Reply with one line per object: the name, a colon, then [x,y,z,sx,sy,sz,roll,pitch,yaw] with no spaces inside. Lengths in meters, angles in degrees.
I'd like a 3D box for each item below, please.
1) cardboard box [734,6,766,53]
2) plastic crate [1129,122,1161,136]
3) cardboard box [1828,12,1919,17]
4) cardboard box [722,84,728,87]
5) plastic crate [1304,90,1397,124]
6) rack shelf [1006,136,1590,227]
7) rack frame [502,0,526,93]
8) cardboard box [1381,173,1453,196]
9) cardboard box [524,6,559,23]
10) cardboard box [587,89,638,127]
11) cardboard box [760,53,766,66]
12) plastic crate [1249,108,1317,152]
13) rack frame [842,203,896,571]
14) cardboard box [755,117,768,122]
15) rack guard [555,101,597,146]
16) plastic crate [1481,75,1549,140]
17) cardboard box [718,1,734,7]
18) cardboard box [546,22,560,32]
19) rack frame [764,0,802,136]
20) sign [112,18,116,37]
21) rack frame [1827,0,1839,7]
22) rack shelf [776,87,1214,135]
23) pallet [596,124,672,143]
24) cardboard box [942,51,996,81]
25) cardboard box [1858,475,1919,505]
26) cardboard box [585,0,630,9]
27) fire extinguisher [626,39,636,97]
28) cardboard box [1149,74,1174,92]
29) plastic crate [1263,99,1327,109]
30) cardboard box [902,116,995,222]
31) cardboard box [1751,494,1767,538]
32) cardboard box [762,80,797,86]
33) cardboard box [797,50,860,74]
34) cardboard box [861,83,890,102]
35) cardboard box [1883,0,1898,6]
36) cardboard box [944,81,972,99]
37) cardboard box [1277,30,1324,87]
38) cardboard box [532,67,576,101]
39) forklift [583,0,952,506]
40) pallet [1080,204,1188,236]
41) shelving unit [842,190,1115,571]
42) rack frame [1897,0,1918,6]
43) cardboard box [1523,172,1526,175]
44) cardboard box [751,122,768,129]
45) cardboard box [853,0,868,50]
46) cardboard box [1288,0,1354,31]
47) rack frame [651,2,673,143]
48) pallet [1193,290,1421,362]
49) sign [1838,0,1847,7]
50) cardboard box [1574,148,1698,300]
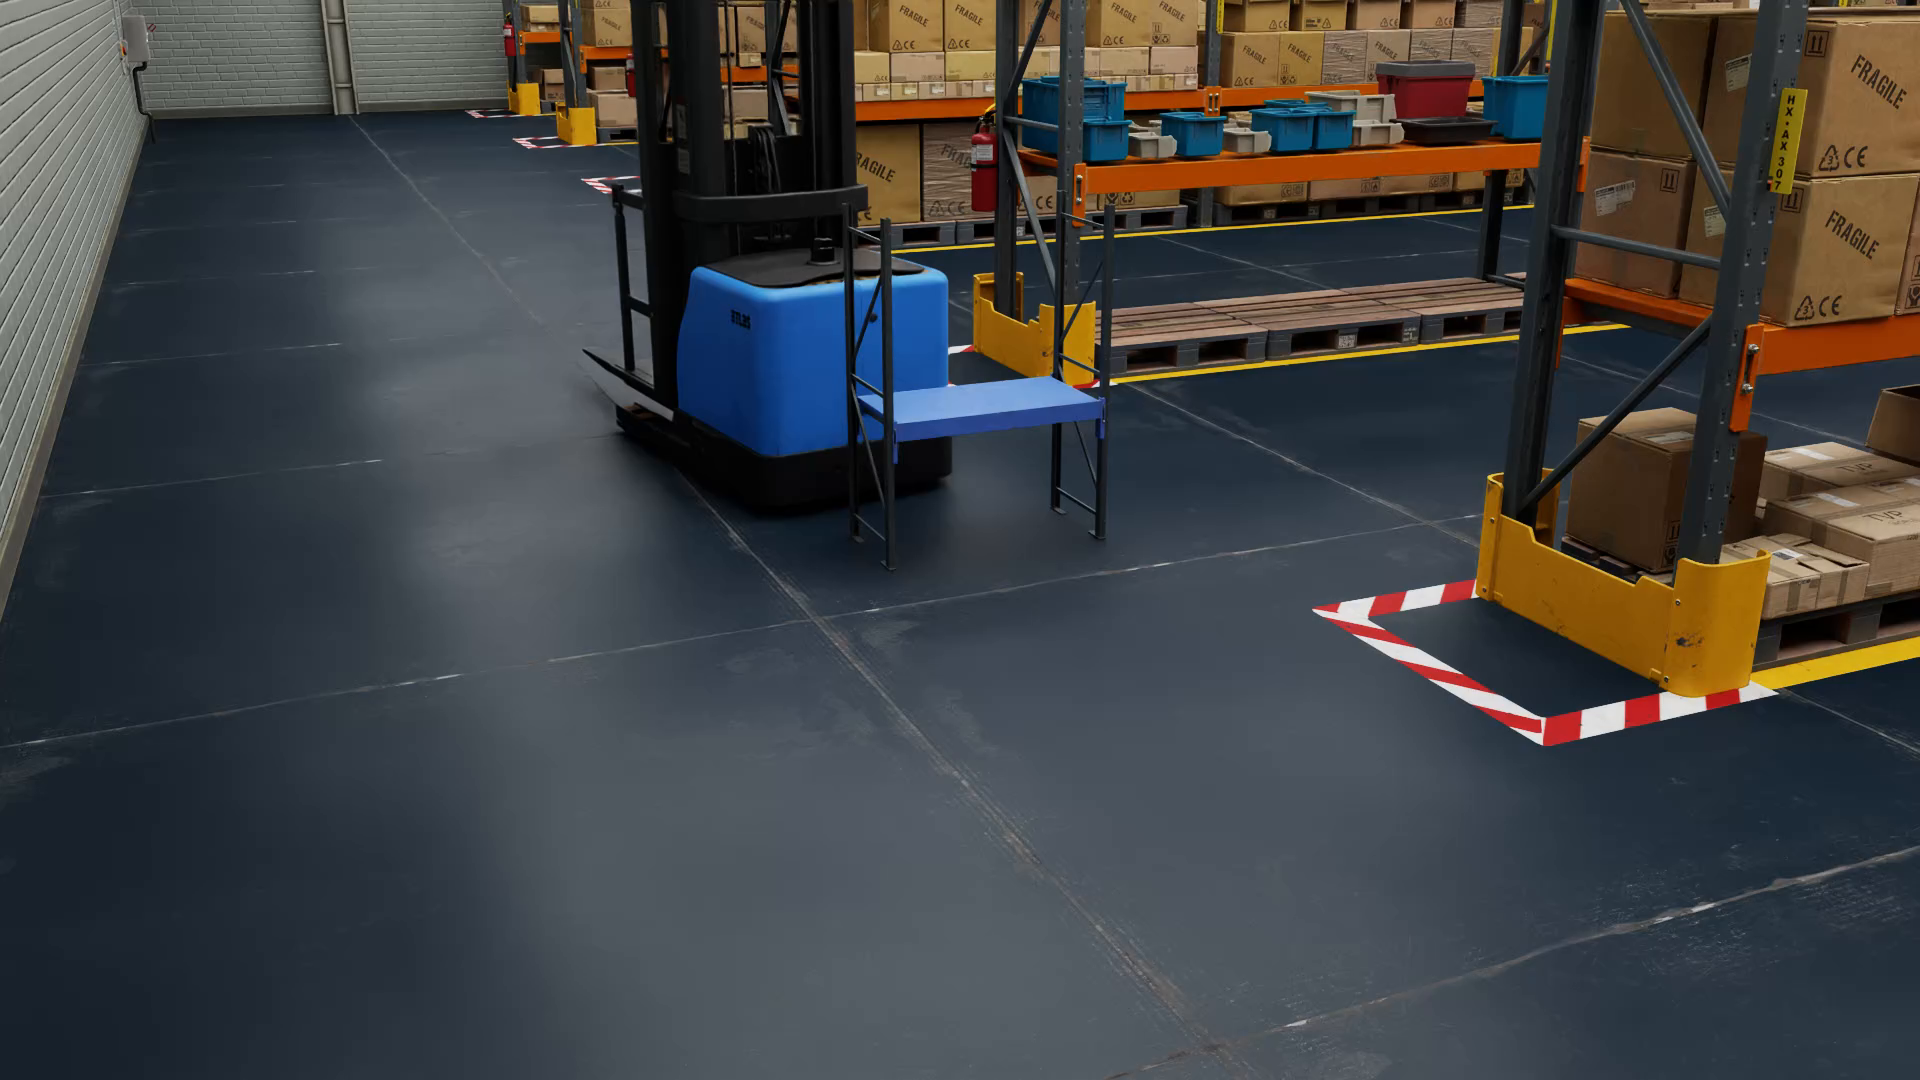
cardboard box: [-2.355,-5.824,18.948,0.500,0.500,0.500,-8,21,-22]
plastic crate: [1.153,-2.614,10.736,0.243,0.136,0.396,-8,21,-22]
cardboard box: [3.423,-1.604,5.906,0.500,0.500,0.500,-8,21,-21]
cardboard box: [-4.103,-7.810,28.847,0.250,0.149,0.380,-9,21,-24]
plastic crate: [2.674,-2.901,11.334,0.530,0.282,0.437,-8,21,-22]
rack shelf: [2.312,-2.471,11.108,4.000,0.370,1.077,-8,21,-22]
rack frame: [-7.381,-8.593,27.411,0.127,3.000,1.000,-8,21,-22]
cardboard box: [4.396,-4.107,17.236,0.875,0.875,1.225,-8,21,-22]
cardboard box: [-6.858,-8.640,27.323,0.500,0.250,0.500,-8,21,-22]
cardboard box: [-4.845,-6.187,23.802,0.875,0.438,0.875,-9,21,-24]
cardboard box: [-2.261,-5.549,19.144,0.250,0.149,0.380,-7,21,-19]
plastic crate: [2.042,-2.602,10.558,0.300,0.233,0.416,-8,21,-22]
rack frame: [-0.388,-0.652,7.115,0.032,1.500,0.500,-8,21,-22]
cardboard box: [-2.268,-4.968,19.879,0.250,0.149,0.380,-9,21,-24]
rack guard: [-5.433,-5.898,23.520,0.348,0.500,1.175,-8,21,-22]
plastic crate: [3.855,-2.929,11.258,0.575,0.384,0.392,-8,21,-22]
cardboard box: [-2.840,-6.221,18.570,0.500,0.500,0.500,-8,21,-22]
cardboard box: [-6.755,-8.482,27.473,0.250,0.149,0.380,-8,21,-21]
rack frame: [-1.486,-4.058,14.530,0.127,3.000,1.000,-8,21,-22]
sign: [-10.617,-6.436,20.877,0.001,0.218,0.327,-8,21,-22]
rack frame: [9.532,-5.637,19.014,0.127,3.000,1.000,-8,21,-22]
rack shelf: [0.350,-3.982,15.397,4.000,0.370,1.077,-8,21,-22]
pallet: [-4.708,-5.894,23.943,1.213,0.211,1.003,-8,21,-22]
cardboard box: [-0.001,-4.244,14.836,0.500,0.250,0.500,-9,21,-24]
cardboard box: [3.964,-0.064,6.664,0.500,0.250,0.500,-8,21,-22]
cardboard box: [-4.858,-7.575,22.863,0.500,0.500,0.500,-9,21,-23]
fire extinguisher: [-3.772,-5.479,19.244,0.183,0.674,0.296,-8,21,-22]
cardboard box: [1.800,-4.292,15.572,0.250,0.149,0.380,-8,21,-21]
plastic crate: [2.260,-2.845,11.248,0.300,0.233,0.416,-8,21,-22]
cardboard box: [-0.094,-3.482,15.462,0.875,0.875,0.875,-8,21,-22]
cardboard box: [3.244,-0.080,6.837,0.250,0.166,0.380,-8,21,-22]
cardboard box: [-3.175,-8.133,29.237,0.500,0.500,0.500,-7,21,-20]
cardboard box: [-1.146,-4.272,14.917,0.500,0.250,0.500,-9,21,-23]
cardboard box: [-0.794,-3.920,14.516,0.250,0.149,0.380,-8,21,-23]
cardboard box: [10.505,-6.344,18.918,0.500,0.500,0.500,-8,21,-22]
cardboard box: [-0.087,-4.021,14.805,0.250,0.149,0.380,-9,21,-23]
cardboard box: [3.169,-4.682,16.152,0.500,0.500,0.500,-8,21,-22]
cardboard box: [-6.782,-7.665,27.902,0.637,0.503,0.797,-9,21,-24]
forklift: [-1.238,-1.979,8.729,1.130,2.935,3.031,-11,22,-29]
pallet: [1.458,-3.193,16.272,1.213,0.211,1.003,-8,21,-22]
shelving unit: [0.078,-0.719,7.305,1.048,1.500,0.538,-8,21,-22]
rack frame: [7.822,-3.600,13.230,0.127,3.000,1.000,-8,21,-22]
cardboard box: [6.467,-4.233,18.129,0.500,0.500,0.700,-9,21,-25]
cardboard box: [-2.255,-4.750,19.261,0.250,0.149,0.380,-8,21,-22]
cardboard box: [-1.143,-4.625,14.791,0.500,0.500,0.500,-8,21,-21]
cardboard box: [3.405,-5.278,16.334,0.637,0.503,0.797,-8,21,-21]
rack frame: [-3.358,-5.584,18.864,0.127,3.000,1.000,-8,21,-22]
pallet: [2.367,-1.488,11.431,1.213,0.211,1.003,-8,21,-22]
sign: [9.756,-6.014,18.342,0.005,0.325,0.100,-8,21,-22]
cardboard box: [2.738,-1.226,6.336,0.500,0.500,0.500,-7,21,-20]
